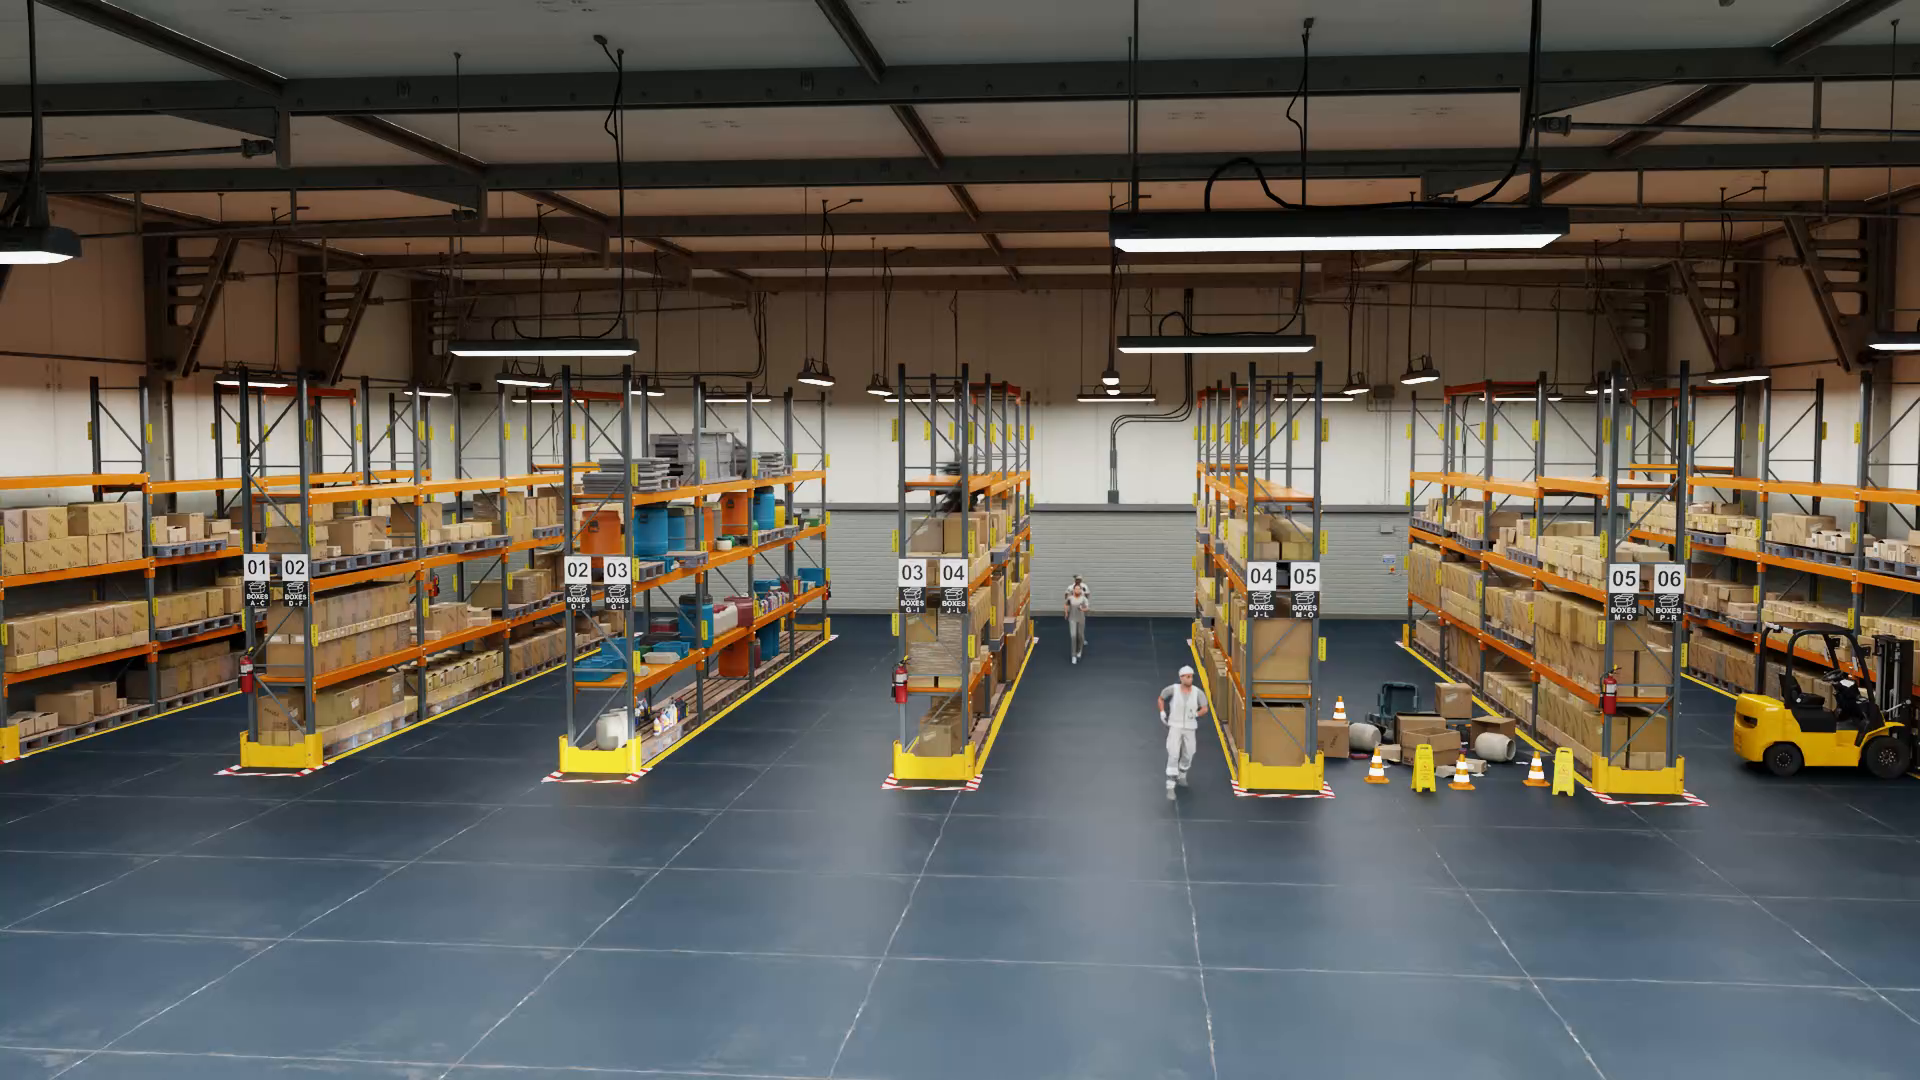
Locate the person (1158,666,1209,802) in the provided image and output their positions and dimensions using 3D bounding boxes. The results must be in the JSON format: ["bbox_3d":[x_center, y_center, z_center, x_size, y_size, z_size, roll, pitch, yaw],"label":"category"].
[{"bbox_3d":[3.103,2.630,22.975,0.670,1.789,0.986,0,4,-3],"label":"person"}]

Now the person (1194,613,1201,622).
[{"bbox_3d":[6.027,1.603,40.563,0.597,1.662,0.659,-1,4,-15],"label":"person"}]

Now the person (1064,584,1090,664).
[{"bbox_3d":[2.562,1.810,36.477,0.548,1.702,0.879,0,4,1],"label":"person"}]

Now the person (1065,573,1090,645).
[{"bbox_3d":[2.803,1.621,39.734,0.607,1.690,0.818,-1,4,-9],"label":"person"}]
